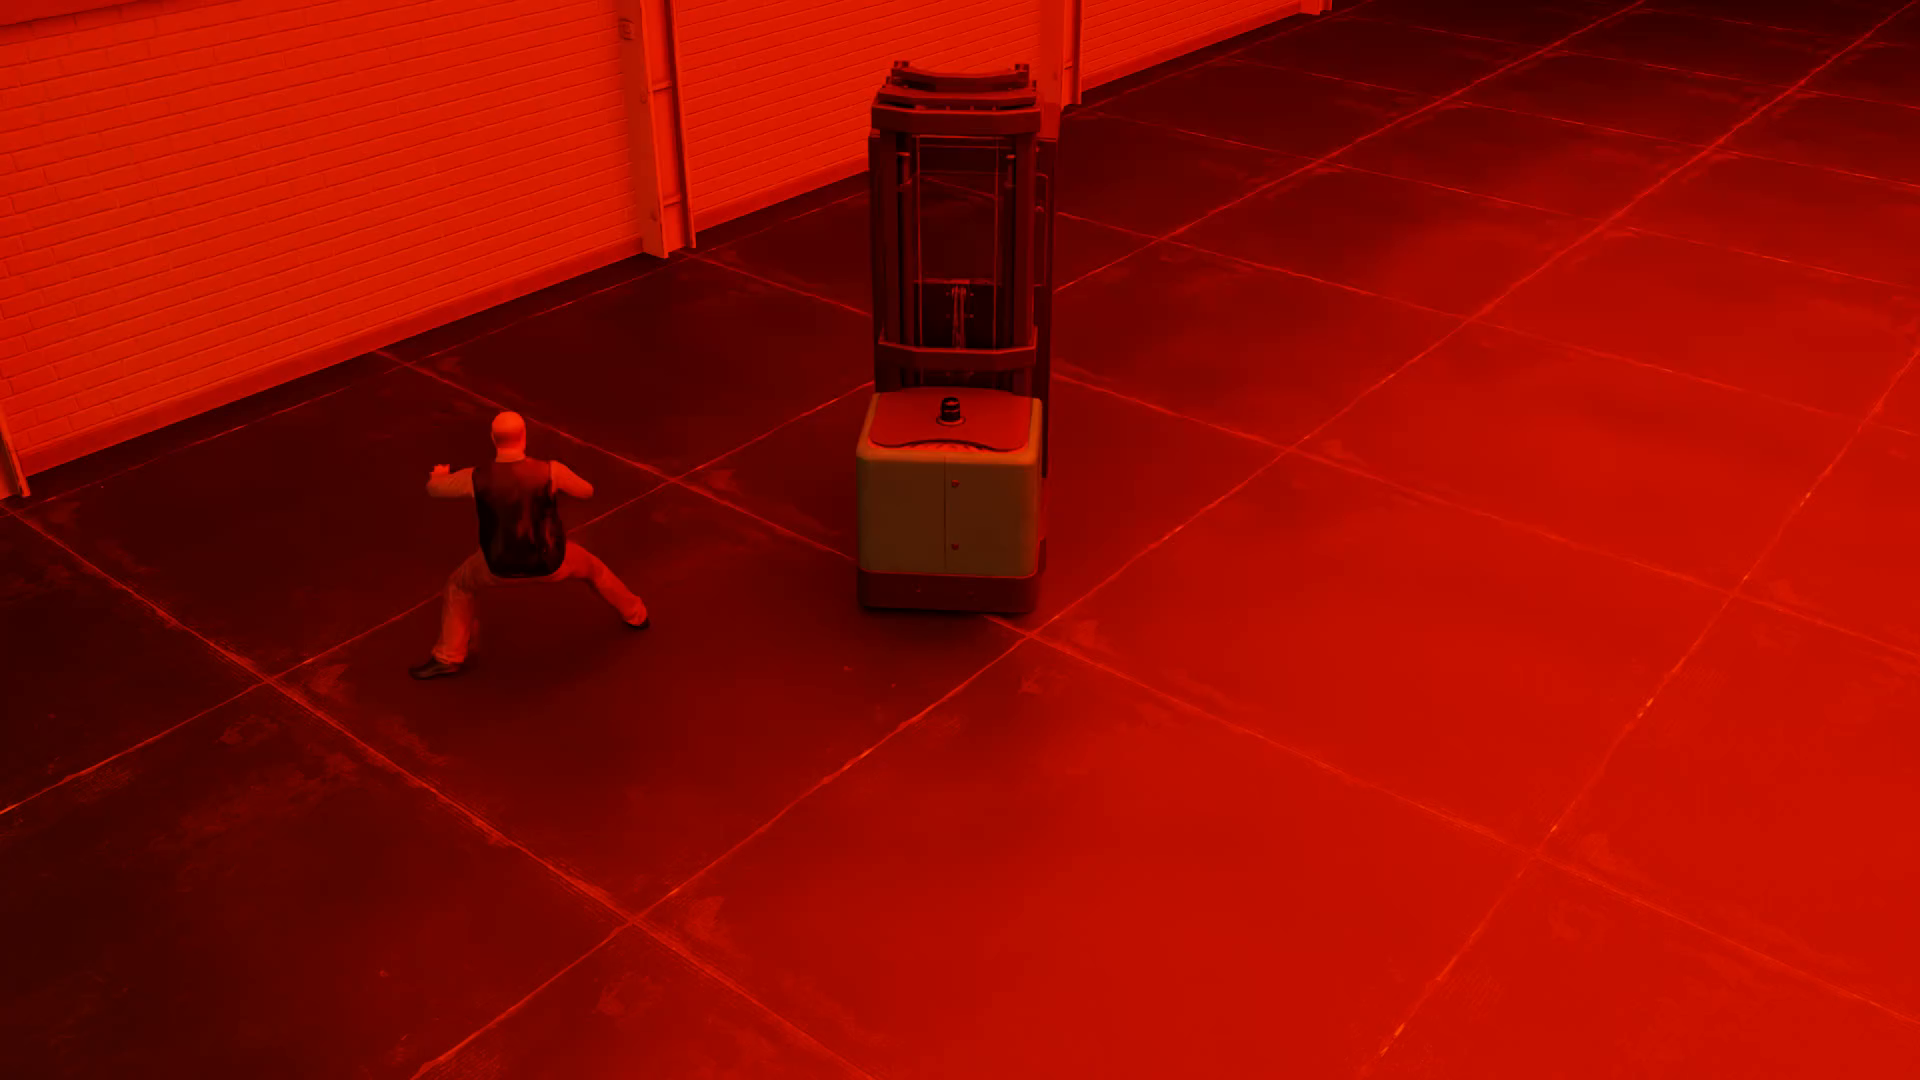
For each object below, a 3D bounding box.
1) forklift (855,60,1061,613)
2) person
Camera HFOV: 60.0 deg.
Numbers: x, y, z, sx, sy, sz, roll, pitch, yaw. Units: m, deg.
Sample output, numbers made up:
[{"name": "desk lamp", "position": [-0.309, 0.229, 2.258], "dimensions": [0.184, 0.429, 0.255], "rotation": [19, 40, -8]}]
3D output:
[{"name": "forklift", "position": [0.036, -1.557, 10.259], "dimensions": [1.130, 2.935, 3.031], "rotation": [2, 30, 4]}, {"name": "person", "position": [-2.422, -0.039, 9.069], "dimensions": [1.298, 1.506, 0.735], "rotation": [-5, 31, -8]}]
